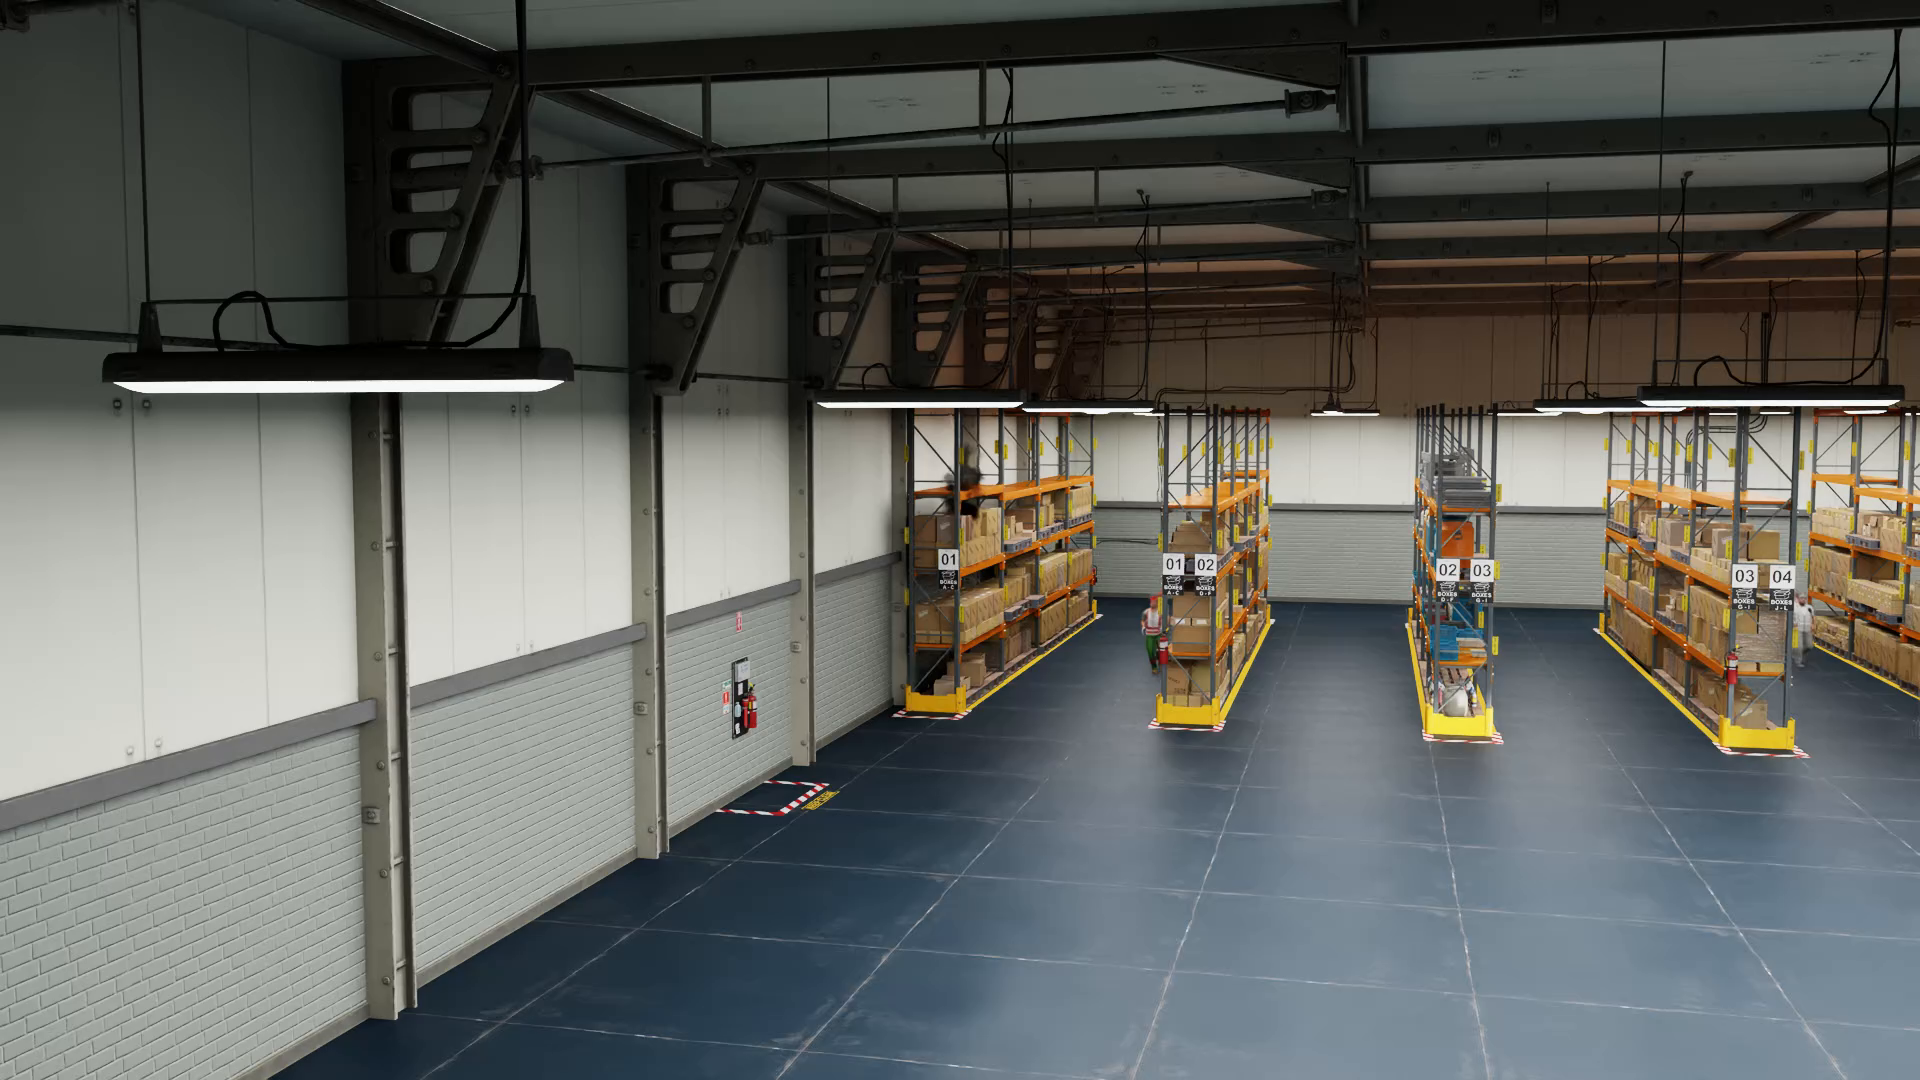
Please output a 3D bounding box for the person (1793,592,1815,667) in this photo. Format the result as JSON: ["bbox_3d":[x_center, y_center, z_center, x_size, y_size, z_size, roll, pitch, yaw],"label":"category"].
[{"bbox_3d":[19.421,2.062,38.378,0.659,1.726,0.622,1,4,8],"label":"person"}]

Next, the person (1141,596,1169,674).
[{"bbox_3d":[4.365,2.131,37.354,0.636,1.741,0.586,1,4,17],"label":"person"}]

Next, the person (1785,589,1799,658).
[{"bbox_3d":[20.064,1.986,40.082,0.576,1.678,0.609,1,4,14],"label":"person"}]
